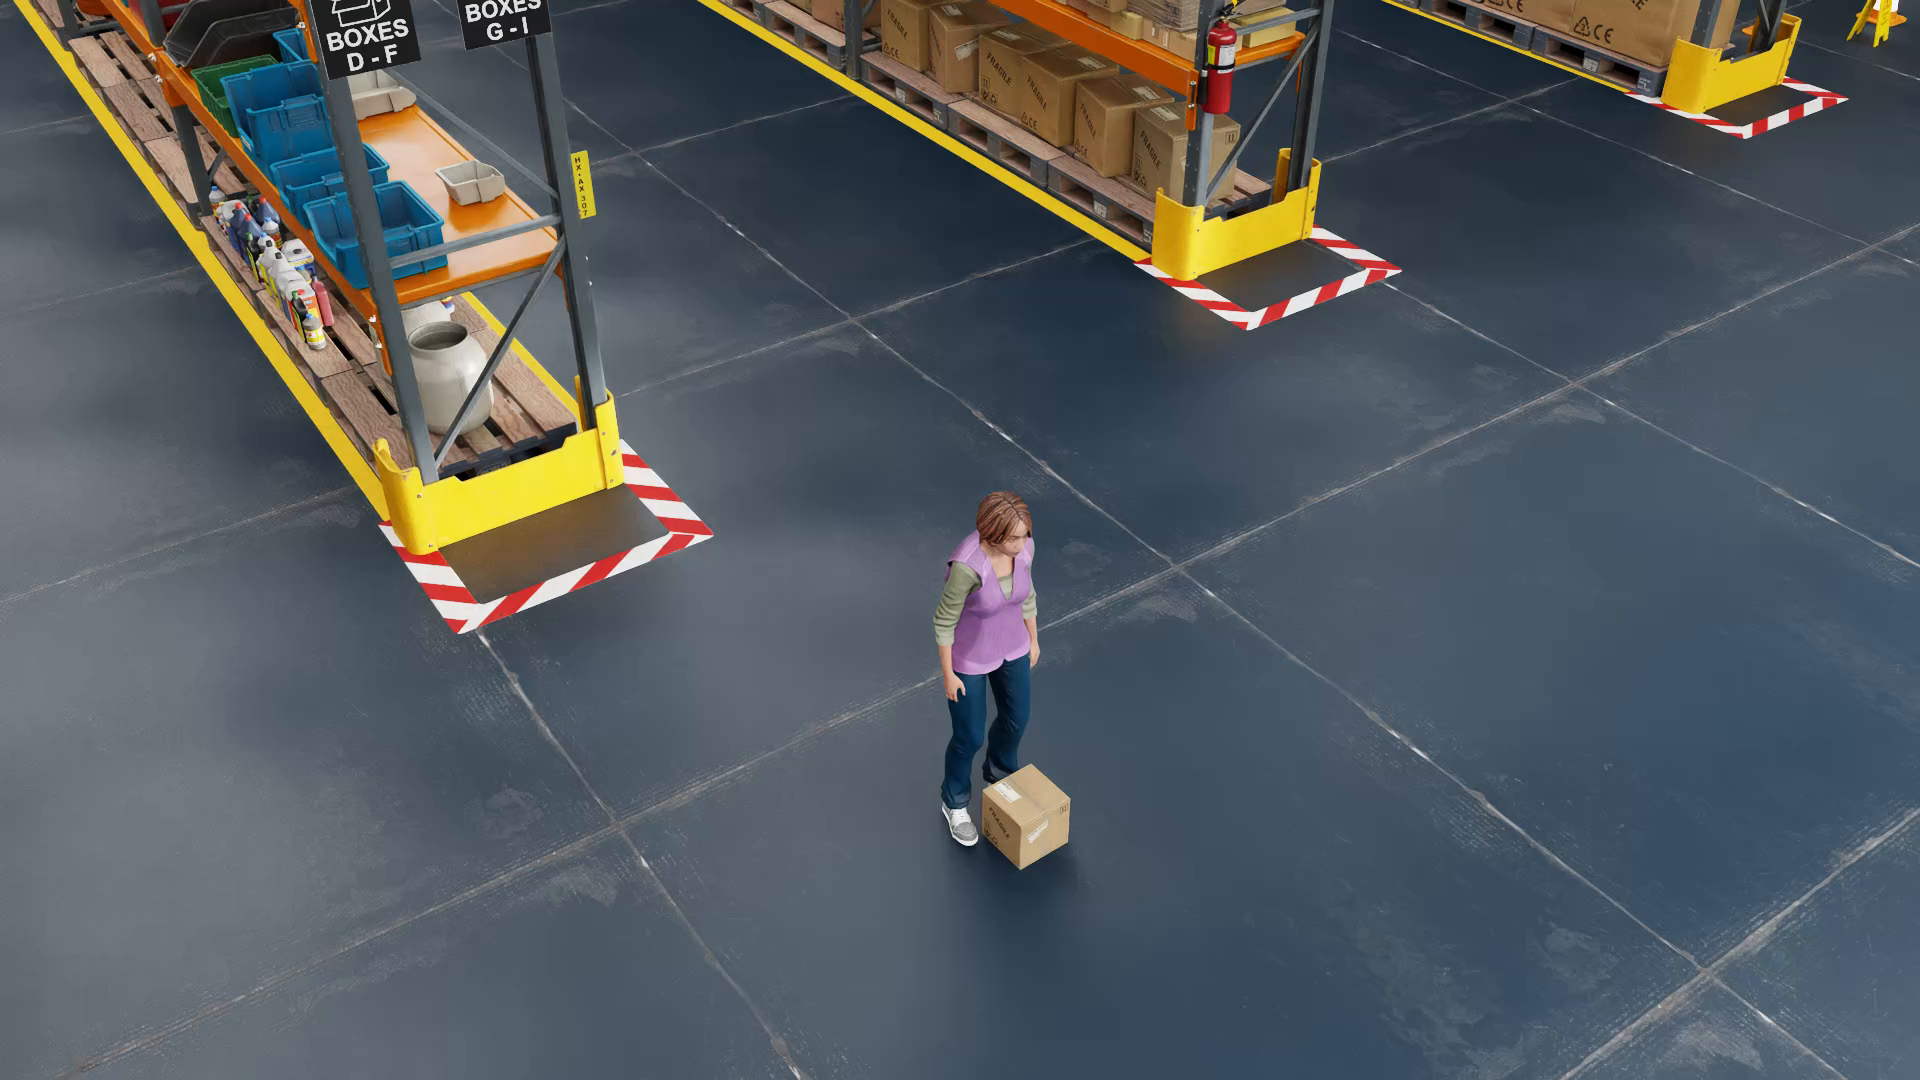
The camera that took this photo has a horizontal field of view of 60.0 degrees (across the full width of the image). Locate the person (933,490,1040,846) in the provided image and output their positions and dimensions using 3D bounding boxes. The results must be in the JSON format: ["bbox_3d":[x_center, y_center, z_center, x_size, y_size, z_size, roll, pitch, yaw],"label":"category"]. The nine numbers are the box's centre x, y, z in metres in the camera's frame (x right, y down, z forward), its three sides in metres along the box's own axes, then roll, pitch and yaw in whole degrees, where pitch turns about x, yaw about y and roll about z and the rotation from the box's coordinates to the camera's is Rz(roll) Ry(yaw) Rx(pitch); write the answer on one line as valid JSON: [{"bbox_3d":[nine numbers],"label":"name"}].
[{"bbox_3d":[0.121,0.462,6.394,0.459,1.591,0.372,-23,43,-28],"label":"person"}]
